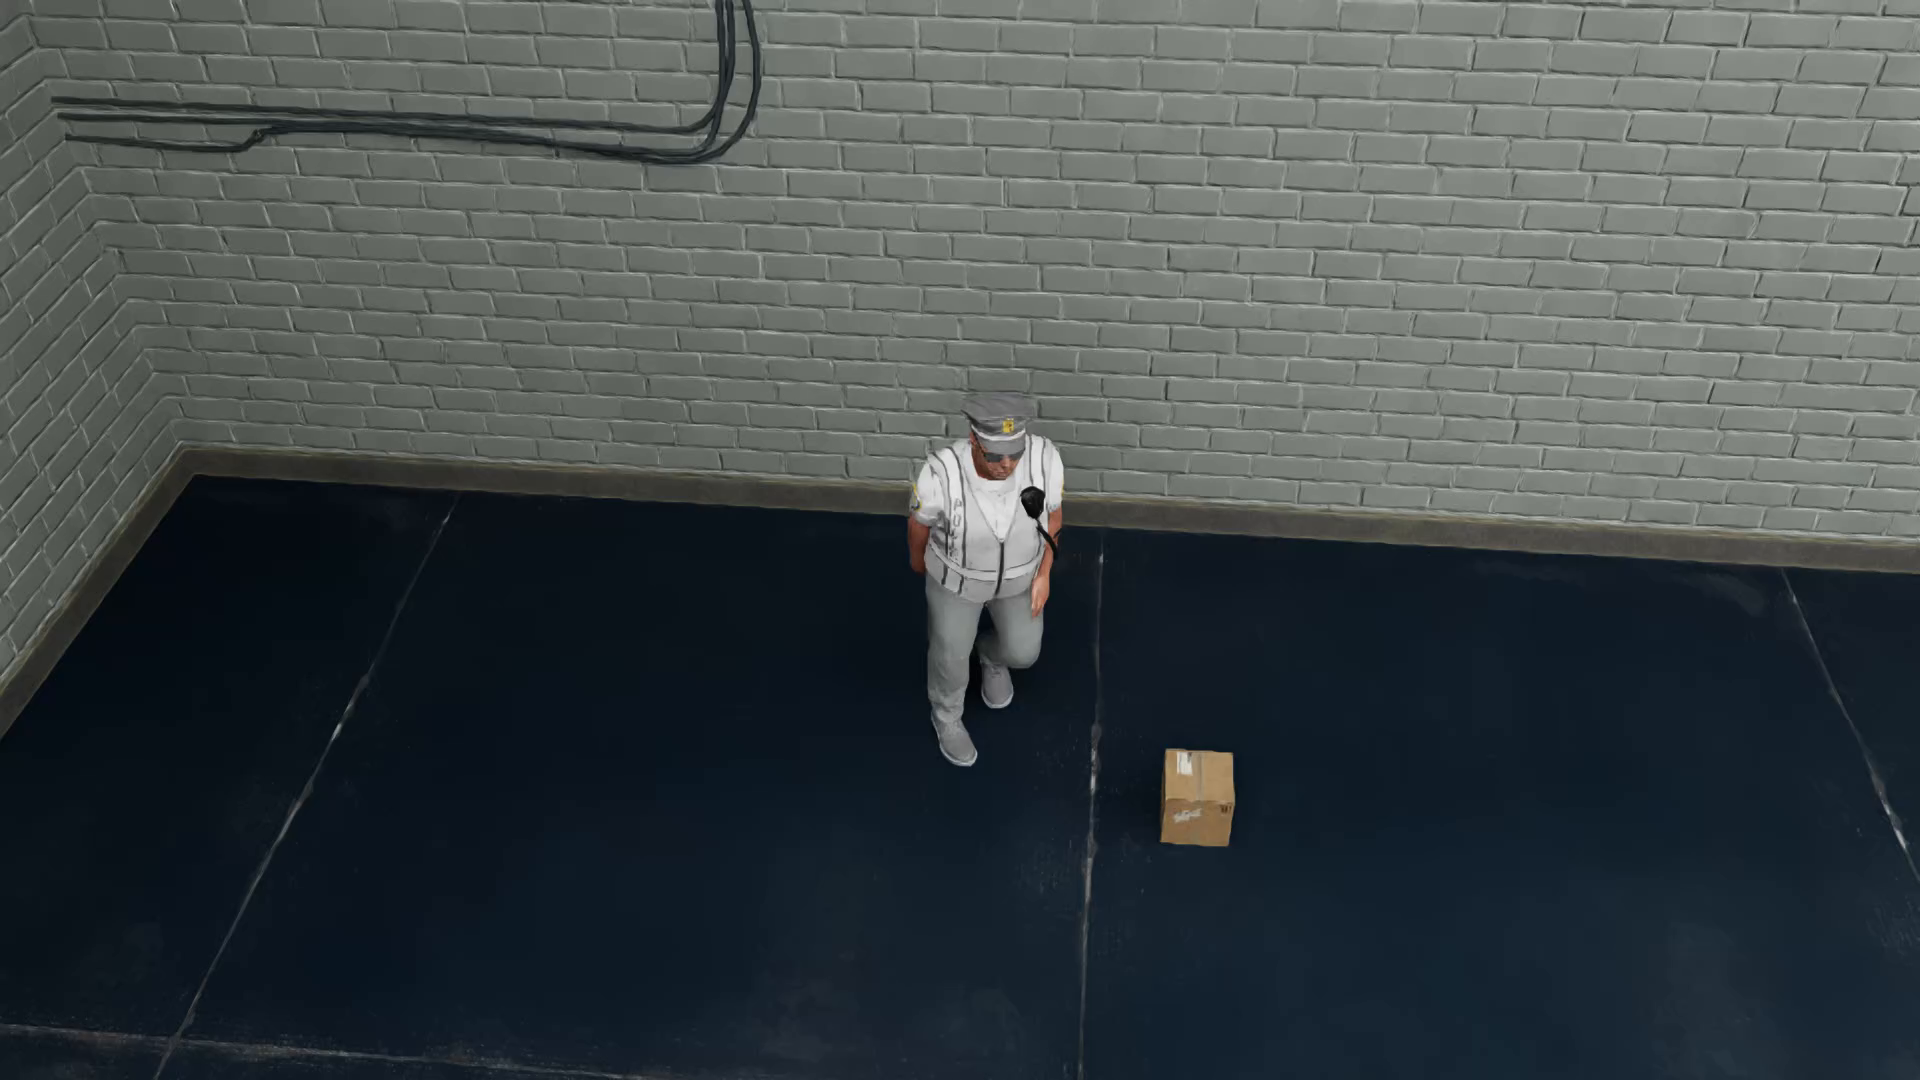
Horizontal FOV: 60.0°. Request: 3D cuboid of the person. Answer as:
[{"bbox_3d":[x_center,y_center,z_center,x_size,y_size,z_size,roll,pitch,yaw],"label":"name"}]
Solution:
[{"bbox_3d":[0.081,0.093,6.054,0.539,1.733,0.644,-10,41,-12],"label":"person"}]
